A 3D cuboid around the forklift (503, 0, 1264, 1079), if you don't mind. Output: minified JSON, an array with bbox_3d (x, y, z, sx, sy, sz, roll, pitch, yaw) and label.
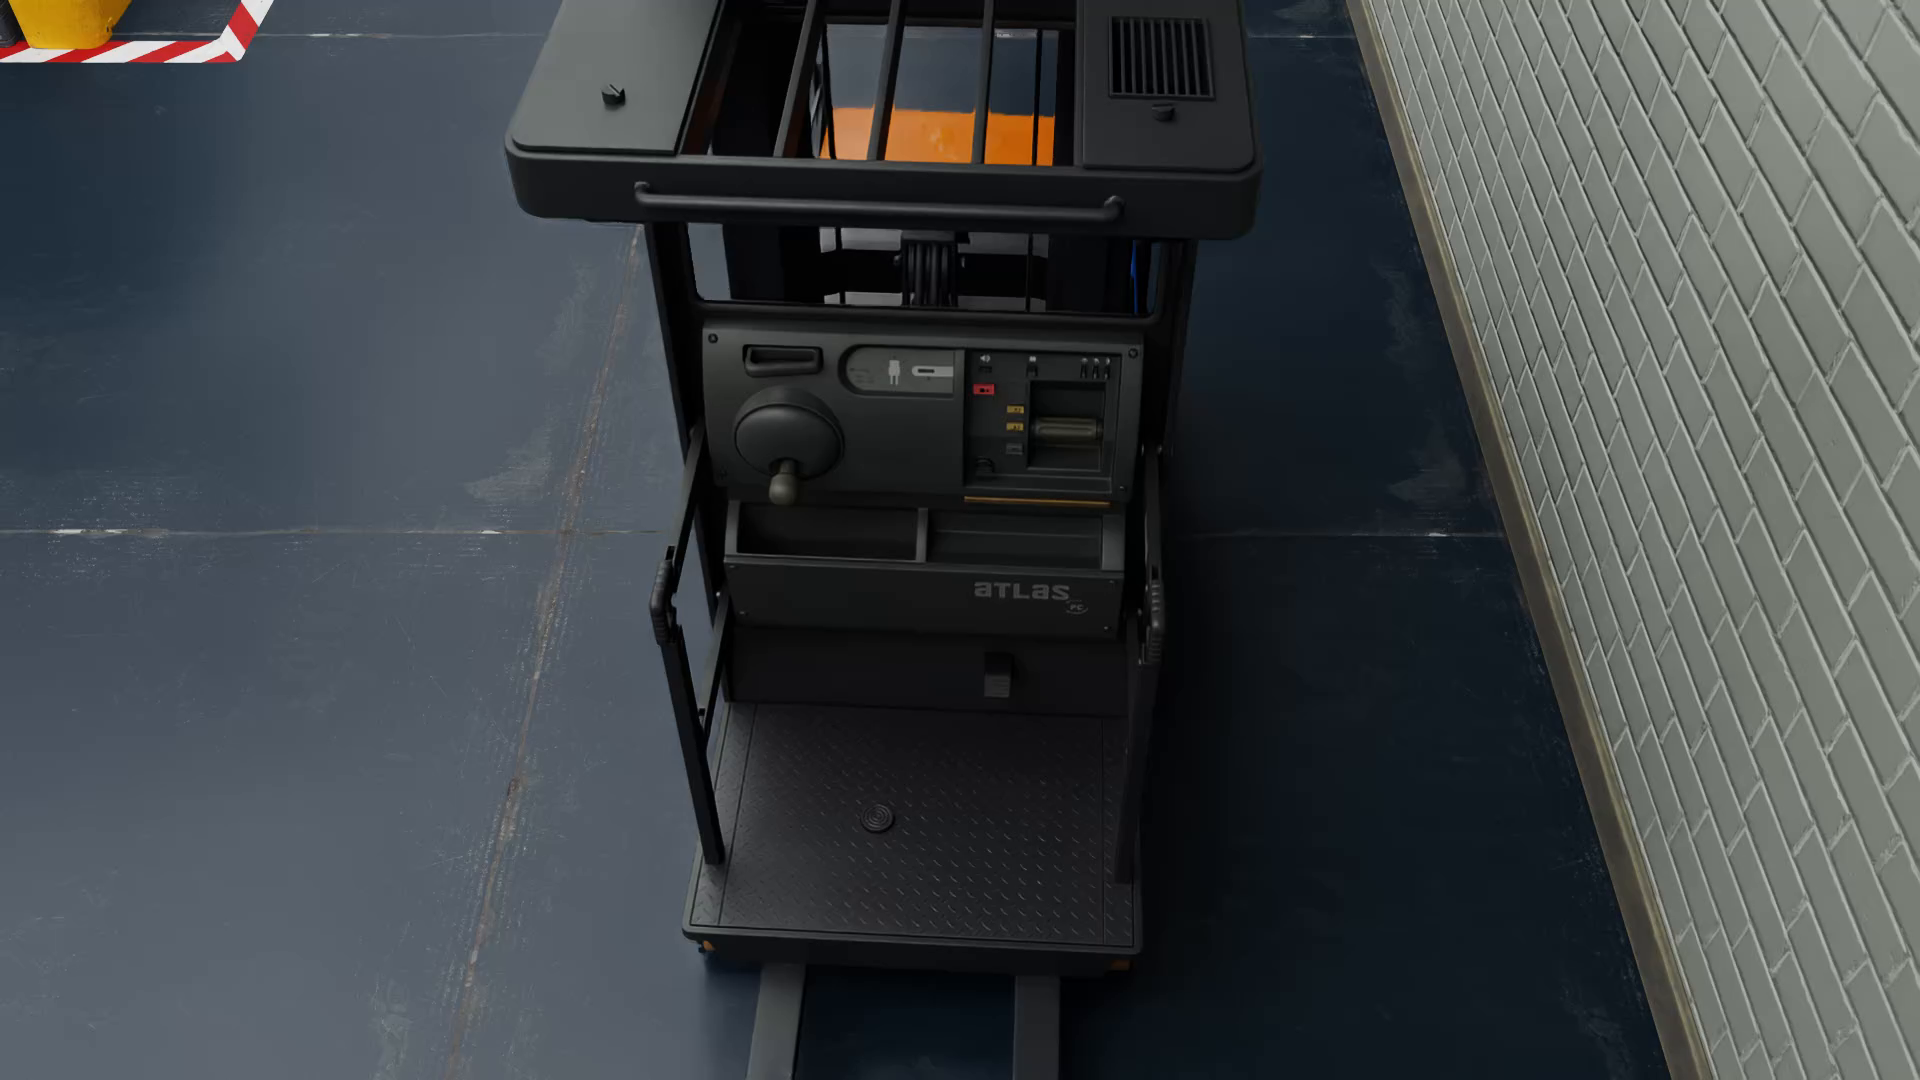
[{"bbox_3d":[-0.090,-0.162,3.398,1.130,2.935,3.031,2,47,2],"label":"forklift"}]

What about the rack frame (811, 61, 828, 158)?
[{"bbox_3d":[-0.450,-0.897,5.316,0.032,1.125,0.500,4,47,3],"label":"rack frame"}]

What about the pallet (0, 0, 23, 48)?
[{"bbox_3d":[-4.726,-2.581,7.508,1.213,0.211,1.003,0,47,0],"label":"pallet"}]

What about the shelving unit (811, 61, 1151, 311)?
[{"bbox_3d":[0.056,-0.864,5.286,1.048,1.125,0.538,4,47,3],"label":"shelving unit"}]

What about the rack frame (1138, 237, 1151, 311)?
[{"bbox_3d":[0.563,-0.832,5.256,0.032,1.125,0.500,4,47,3],"label":"rack frame"}]

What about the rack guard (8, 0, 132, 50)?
[{"bbox_3d":[-3.902,-2.735,7.454,0.348,0.500,1.175,0,47,0],"label":"rack guard"}]

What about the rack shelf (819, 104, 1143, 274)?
[{"bbox_3d":[0.056,-1.064,5.072,1.000,0.278,0.538,4,47,3],"label":"rack shelf"}]
